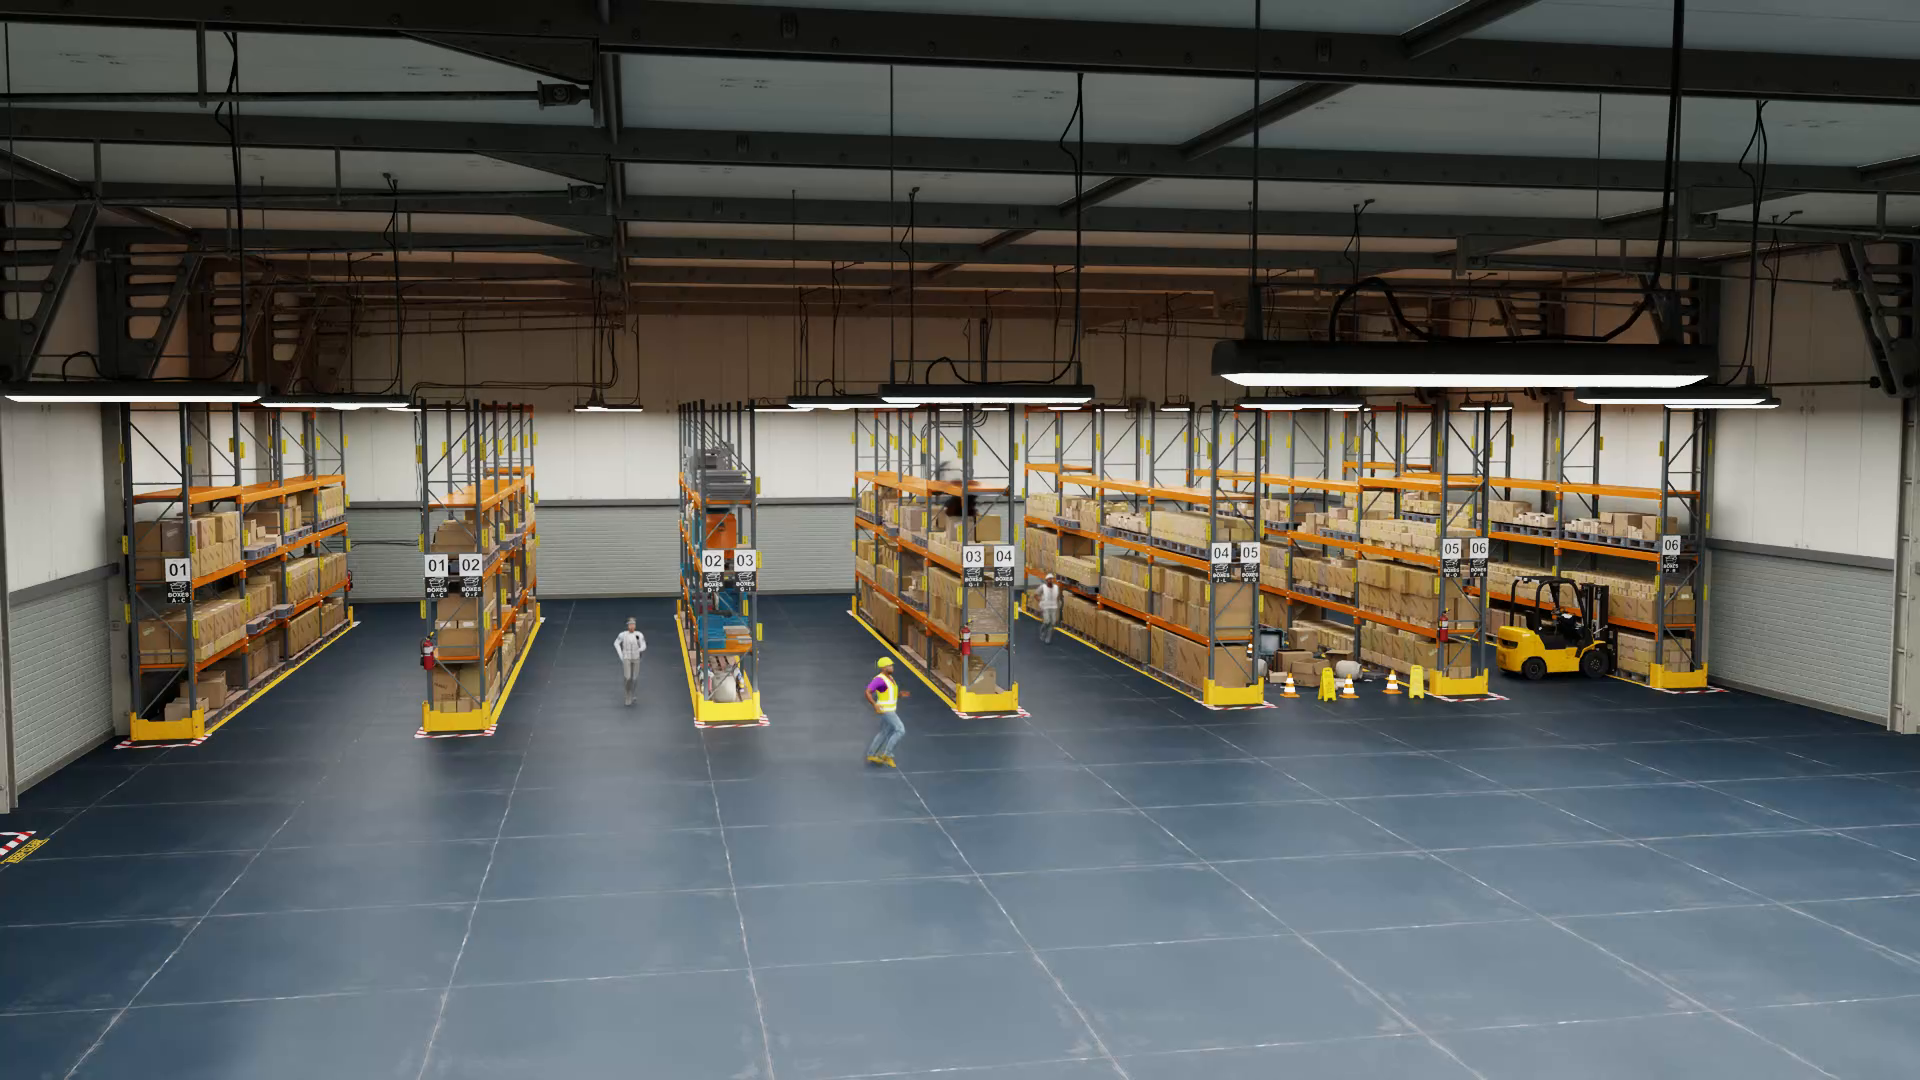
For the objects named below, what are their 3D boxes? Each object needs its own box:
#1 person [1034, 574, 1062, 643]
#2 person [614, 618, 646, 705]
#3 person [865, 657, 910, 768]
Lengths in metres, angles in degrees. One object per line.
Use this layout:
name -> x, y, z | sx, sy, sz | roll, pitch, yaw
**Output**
person -> 2.247, 1.711, 41.513 | 0.657, 1.734, 0.572 | -2, 5, -20
person -> -6.525, 2.409, 33.006 | 0.603, 1.756, 0.610 | -1, 5, -19
person -> -1.175, 2.807, 27.047 | 0.728, 1.798, 0.670 | 1, 4, 7
